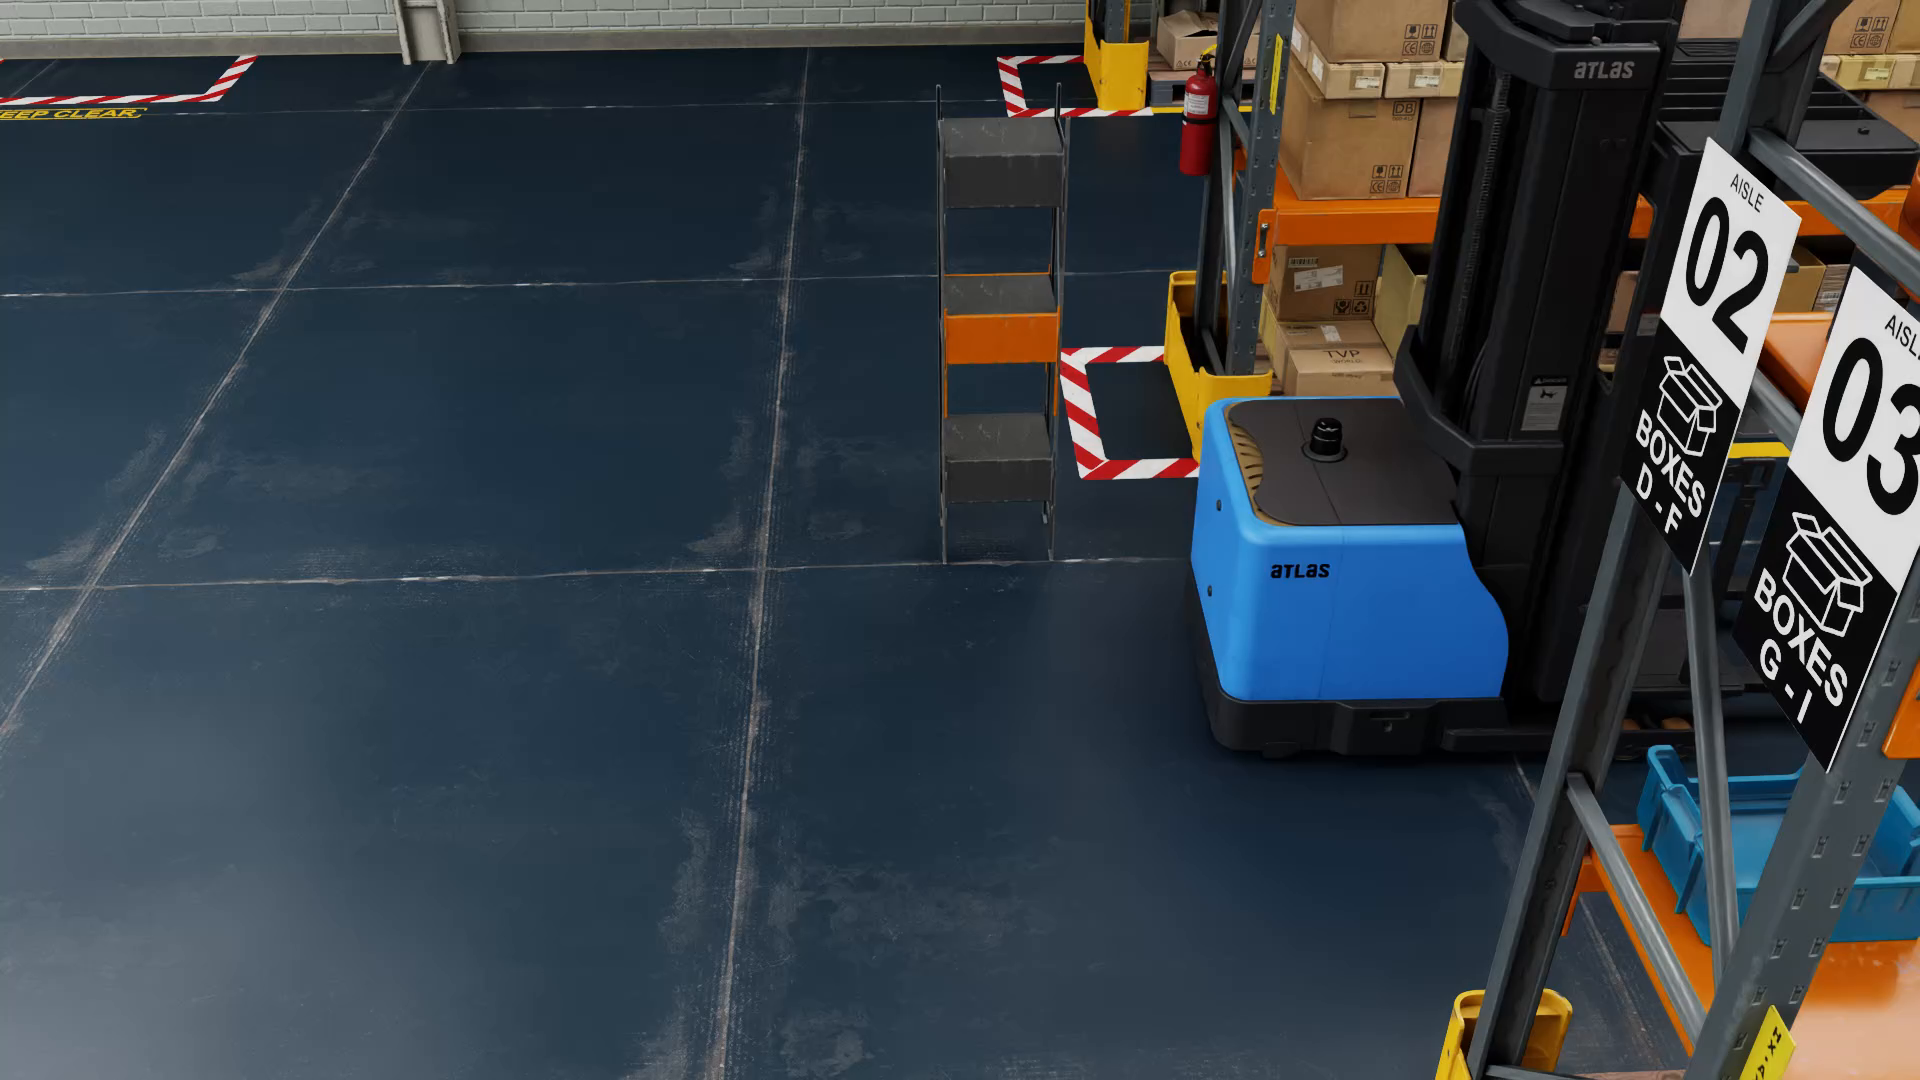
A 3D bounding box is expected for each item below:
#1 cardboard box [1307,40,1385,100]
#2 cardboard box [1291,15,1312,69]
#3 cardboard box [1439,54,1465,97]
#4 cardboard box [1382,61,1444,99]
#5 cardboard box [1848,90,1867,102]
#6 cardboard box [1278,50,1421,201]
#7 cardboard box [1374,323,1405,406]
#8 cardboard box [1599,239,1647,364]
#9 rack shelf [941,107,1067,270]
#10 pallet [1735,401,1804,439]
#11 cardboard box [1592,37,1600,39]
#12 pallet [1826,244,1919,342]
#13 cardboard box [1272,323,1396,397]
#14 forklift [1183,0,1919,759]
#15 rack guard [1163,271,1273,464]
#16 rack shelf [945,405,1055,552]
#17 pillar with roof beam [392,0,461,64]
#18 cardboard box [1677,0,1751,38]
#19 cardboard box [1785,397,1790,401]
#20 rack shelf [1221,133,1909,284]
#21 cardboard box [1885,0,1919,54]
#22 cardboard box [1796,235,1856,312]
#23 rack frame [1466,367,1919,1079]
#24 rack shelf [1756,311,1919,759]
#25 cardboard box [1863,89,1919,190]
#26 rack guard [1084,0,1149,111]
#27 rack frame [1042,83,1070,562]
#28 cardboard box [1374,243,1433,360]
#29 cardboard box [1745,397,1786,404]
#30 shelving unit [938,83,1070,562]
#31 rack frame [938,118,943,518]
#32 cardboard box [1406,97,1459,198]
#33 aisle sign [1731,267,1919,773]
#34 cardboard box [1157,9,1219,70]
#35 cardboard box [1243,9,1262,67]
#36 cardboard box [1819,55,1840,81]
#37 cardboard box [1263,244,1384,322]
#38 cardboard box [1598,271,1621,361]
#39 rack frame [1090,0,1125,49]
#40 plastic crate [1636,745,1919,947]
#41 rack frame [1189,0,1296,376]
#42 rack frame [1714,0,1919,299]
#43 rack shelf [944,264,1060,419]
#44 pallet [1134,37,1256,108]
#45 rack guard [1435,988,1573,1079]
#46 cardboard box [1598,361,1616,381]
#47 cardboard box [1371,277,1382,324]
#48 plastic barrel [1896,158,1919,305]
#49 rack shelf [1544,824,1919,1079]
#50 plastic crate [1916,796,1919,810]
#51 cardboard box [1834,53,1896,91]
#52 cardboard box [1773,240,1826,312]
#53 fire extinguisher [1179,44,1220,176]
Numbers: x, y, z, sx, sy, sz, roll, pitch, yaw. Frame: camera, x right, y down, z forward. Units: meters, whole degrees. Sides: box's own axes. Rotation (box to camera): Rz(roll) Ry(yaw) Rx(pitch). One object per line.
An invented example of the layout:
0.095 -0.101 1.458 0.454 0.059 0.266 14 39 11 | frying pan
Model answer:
1.748 -2.137 7.544 0.250 0.149 0.380 -2 35 -3 | cardboard box
1.718 -2.367 7.877 0.250 0.149 0.380 -2 35 -3 | cardboard box
2.260 -2.151 7.565 0.250 0.149 0.380 -1 35 -2 | cardboard box
2.011 -2.146 7.556 0.250 0.149 0.380 -2 35 -3 | cardboard box
3.870 -2.045 7.981 0.500 0.500 0.700 -1 35 -2 | cardboard box
1.812 -1.987 7.898 0.500 0.500 0.700 -2 35 -2 | cardboard box
2.391 -0.886 8.442 0.500 0.250 0.500 -2 35 -2 | cardboard box
3.390 -1.218 8.263 0.500 0.500 0.500 -2 35 -2 | cardboard box
0.165 -1.432 6.768 0.480 0.518 0.431 -2 35 -2 | rack shelf
4.545 -0.904 8.871 1.213 0.211 1.003 -2 35 -2 | pallet
2.894 -2.553 7.576 0.500 0.500 0.700 -1 35 -2 | cardboard box
2.407 -0.248 3.002 1.213 0.211 1.003 -2 35 -2 | pallet
1.892 -0.871 8.420 0.500 0.250 0.500 -2 35 -2 | cardboard box
1.980 -0.825 6.367 4.045 2.935 1.782 -1 35 -1 | forklift
1.322 -0.912 8.629 0.348 0.500 1.175 -2 35 -2 | rack guard
0.165 -0.281 7.565 0.480 0.518 0.431 -2 35 -2 | rack shelf
-4.024 -5.125 7.248 0.400 9.000 9.100 -2 35 -2 | pillar with roof beam
3.394 -2.567 7.596 0.500 0.500 0.700 -2 35 -2 | cardboard box
4.388 -0.946 8.528 0.500 0.250 0.500 -2 35 -2 | cardboard box
3.343 -1.699 8.201 4.000 0.370 1.077 -2 35 -2 | rack shelf
4.393 -2.593 7.633 0.500 0.500 0.700 -2 35 -2 | cardboard box
4.388 -1.255 8.316 0.500 0.500 0.500 -2 35 -2 | cardboard box
1.576 0.875 3.850 0.127 3.000 1.000 -2 35 -2 | rack frame
3.574 -0.117 3.279 4.000 0.370 1.077 -2 35 -2 | rack shelf
4.372 -2.056 7.998 0.500 0.500 0.700 -2 35 -3 | cardboard box
1.183 -3.731 12.702 0.348 0.500 1.175 -2 35 -2 | rack guard
0.409 -0.874 7.168 0.015 2.100 0.400 -2 35 -2 | rack frame
2.391 -1.194 8.227 0.500 0.500 0.500 -2 35 -2 | cardboard box
3.890 -0.924 8.497 0.500 0.250 0.500 -2 35 -2 | cardboard box
0.168 -0.868 7.159 0.499 2.100 0.431 -2 35 -2 | shelving unit
-0.078 -0.861 7.148 0.006 1.831 0.380 -2 35 -2 | rack frame
4.548 -1.777 8.332 4.930 1.340 1.023 -1 35 -1 | cardboard box
1.518 -0.026 2.867 0.004 0.787 0.394 -2 35 -2 | aisle sign
1.803 -3.799 12.580 0.500 0.311 0.500 -5 35 -8 | cardboard box
2.372 -3.815 12.602 0.500 0.311 0.500 1 35 2 | cardboard box
3.811 -2.194 7.627 0.250 0.149 0.380 -1 35 -1 | cardboard box
1.867 -1.475 8.633 0.500 0.500 0.500 -2 35 -2 | cardboard box
2.890 -1.215 8.257 0.500 0.500 0.500 -2 35 -2 | cardboard box
1.107 -4.757 11.987 0.127 3.000 1.000 -2 35 -2 | rack frame
2.062 0.752 4.158 0.616 0.251 0.499 -2 35 -2 | plastic crate
1.346 -1.941 7.919 0.127 3.000 1.000 -2 35 -2 | rack frame
1.576 -1.592 2.143 0.127 3.000 1.000 -2 35 -2 | rack frame
0.165 -0.857 7.167 0.480 0.518 0.431 -2 35 -2 | rack shelf
1.996 -3.614 12.786 1.213 0.211 1.003 -2 35 -2 | pallet
1.650 1.874 4.603 0.348 0.500 1.175 -2 35 -2 | rack guard
3.390 -0.910 8.477 0.500 0.250 0.500 -2 35 -2 | cardboard box
2.366 -1.186 8.874 0.500 0.250 0.500 -2 35 -2 | cardboard box
2.056 -0.793 2.878 0.708 0.830 0.600 -2 35 -2 | plastic barrel
3.574 1.117 4.133 4.000 0.370 1.077 -2 35 -2 | rack shelf
2.711 0.738 4.178 0.408 0.251 0.499 -2 35 -2 | plastic crate
4.063 -2.201 7.637 0.250 0.149 0.380 -2 35 -2 | cardboard box
3.889 -1.240 8.294 0.500 0.500 0.500 -2 35 -2 | cardboard box
1.205 -2.170 8.318 0.183 0.674 0.296 -2 35 -2 | fire extinguisher
